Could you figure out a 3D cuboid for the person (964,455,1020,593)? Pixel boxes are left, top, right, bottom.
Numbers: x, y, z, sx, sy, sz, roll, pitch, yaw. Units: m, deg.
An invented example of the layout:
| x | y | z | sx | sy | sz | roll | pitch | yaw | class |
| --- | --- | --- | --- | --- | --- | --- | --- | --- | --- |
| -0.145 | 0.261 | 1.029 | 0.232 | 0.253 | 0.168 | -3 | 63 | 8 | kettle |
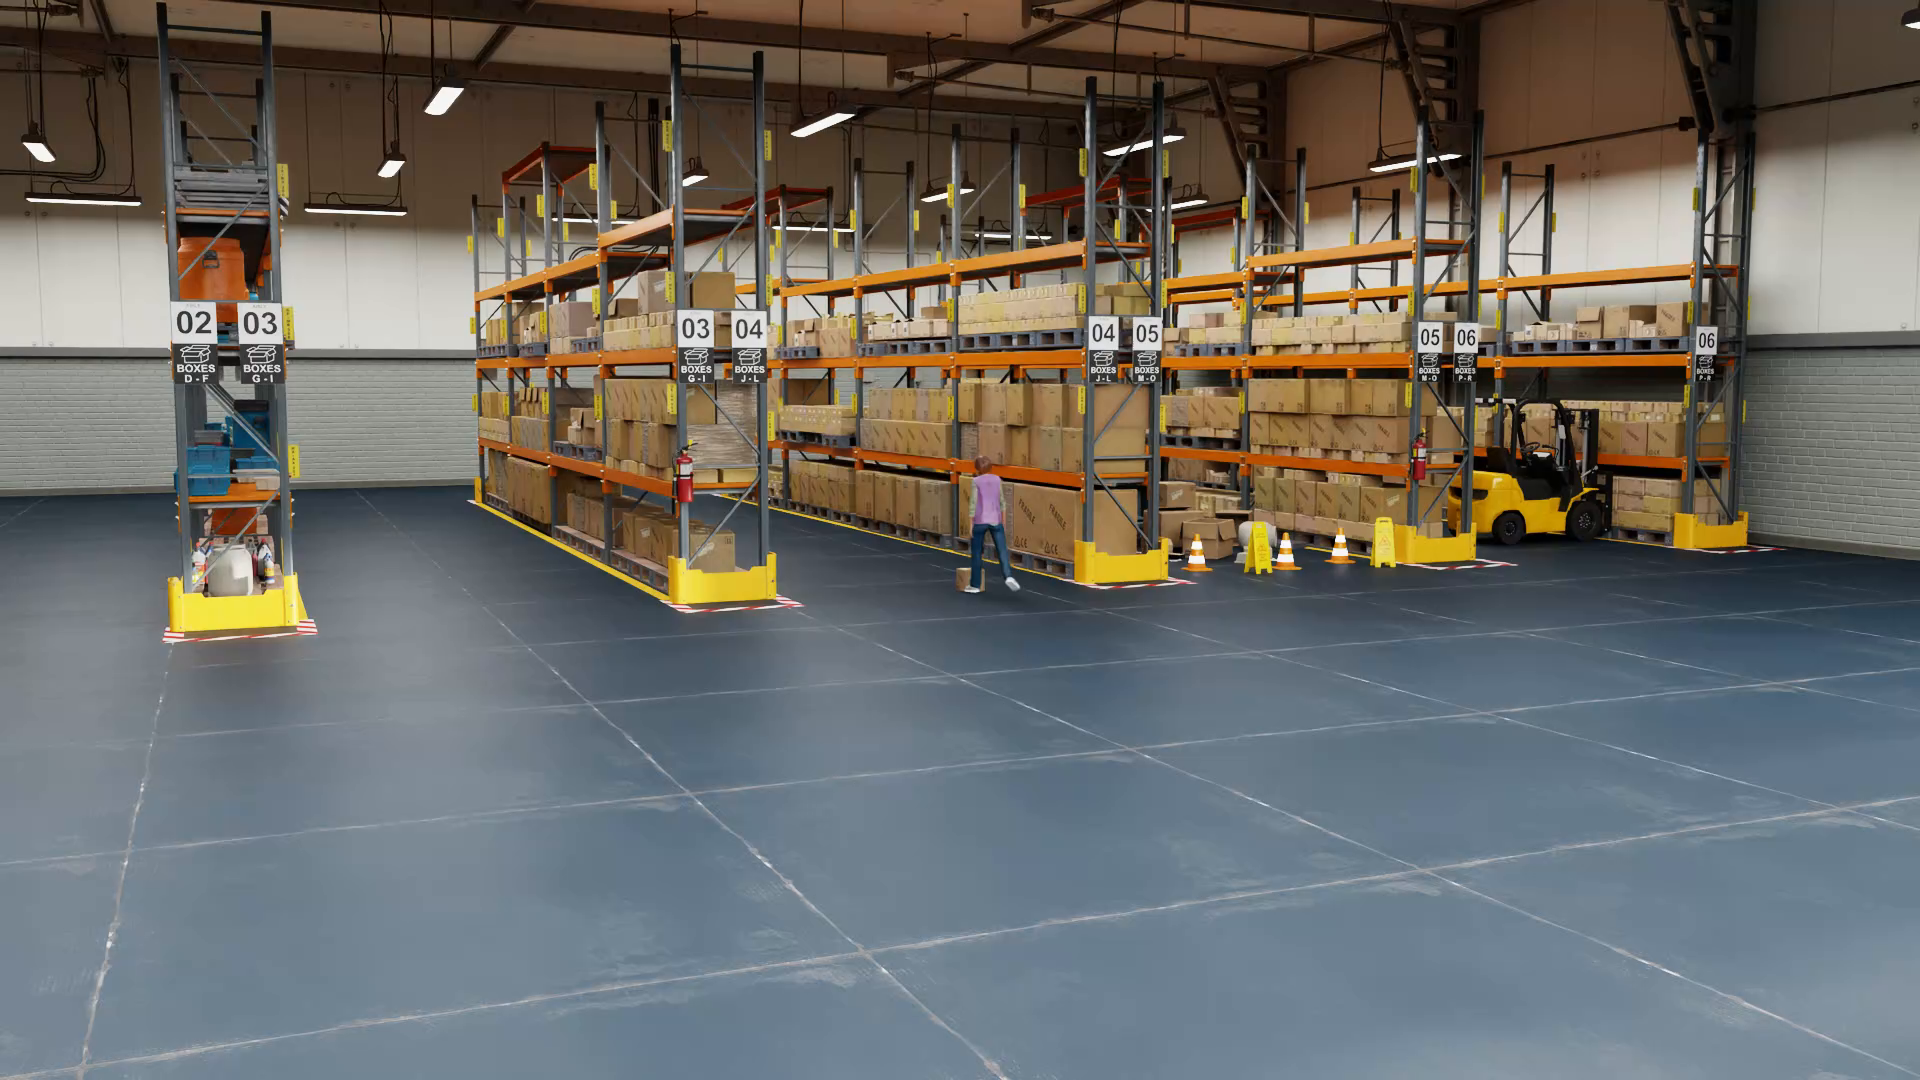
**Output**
| x | y | z | sx | sy | sz | roll | pitch | yaw | class |
| --- | --- | --- | --- | --- | --- | --- | --- | --- | --- |
| 0.352 | -0.171 | 18.876 | 0.545 | 1.589 | 0.707 | -2 | 6 | -18 | person |
